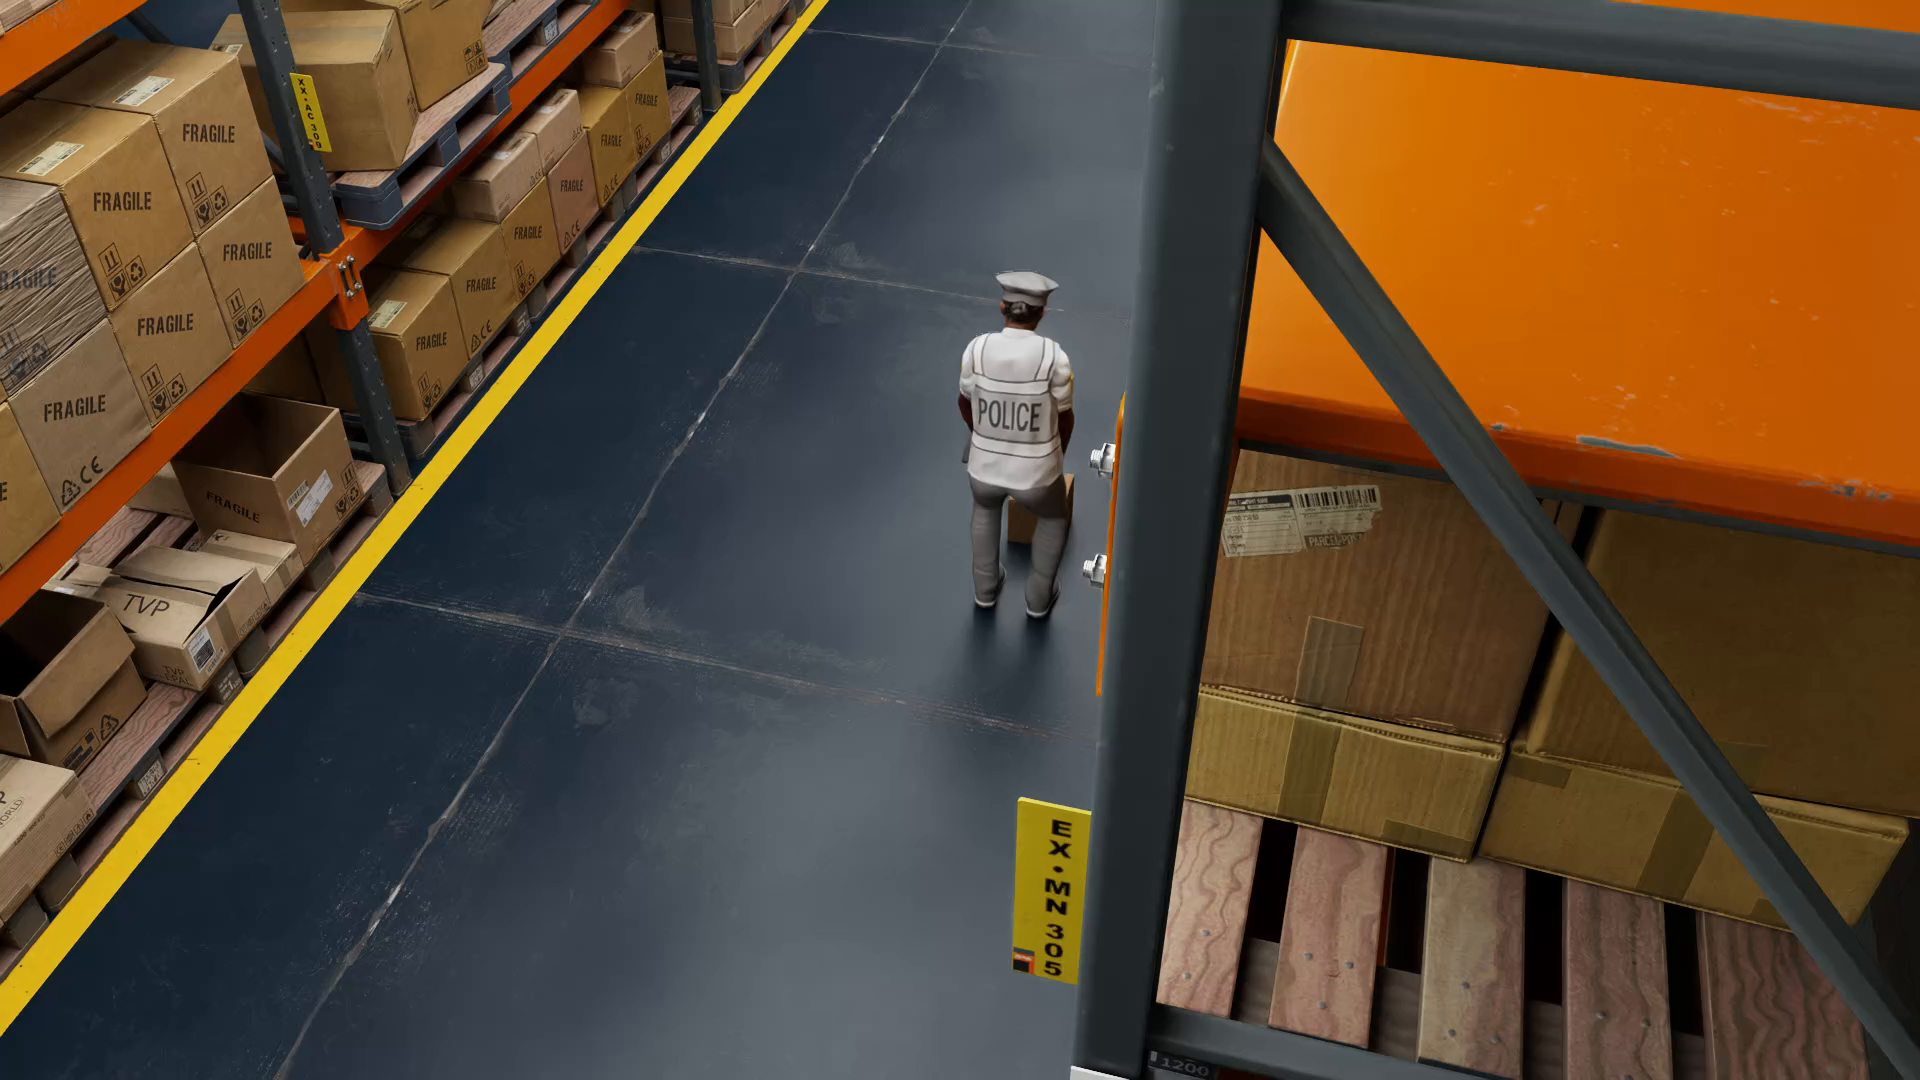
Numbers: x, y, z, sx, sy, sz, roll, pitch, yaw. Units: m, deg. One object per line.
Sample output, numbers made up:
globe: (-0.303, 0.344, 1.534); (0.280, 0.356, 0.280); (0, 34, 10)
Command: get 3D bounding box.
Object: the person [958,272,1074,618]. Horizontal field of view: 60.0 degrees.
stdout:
person: (0.219, -0.354, 6.826); (0.480, 1.546, 0.563); (11, 42, 12)
